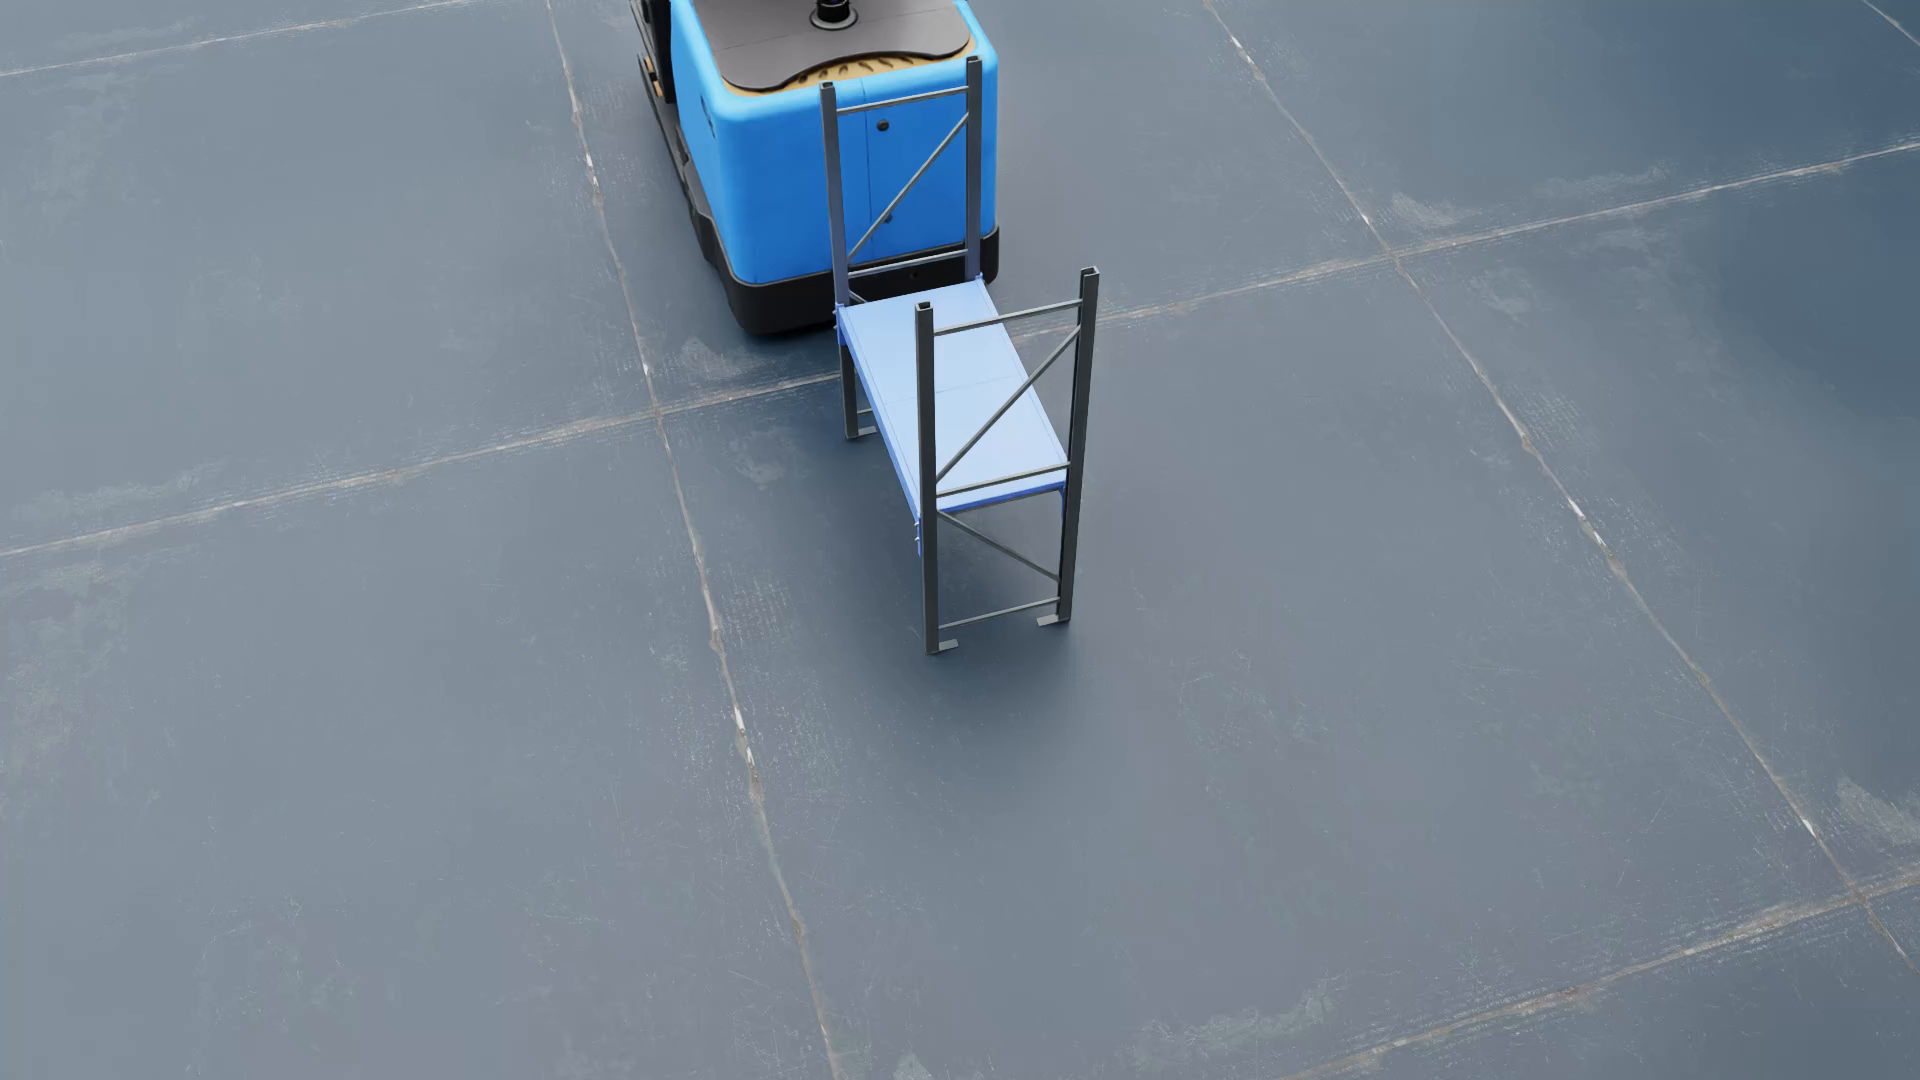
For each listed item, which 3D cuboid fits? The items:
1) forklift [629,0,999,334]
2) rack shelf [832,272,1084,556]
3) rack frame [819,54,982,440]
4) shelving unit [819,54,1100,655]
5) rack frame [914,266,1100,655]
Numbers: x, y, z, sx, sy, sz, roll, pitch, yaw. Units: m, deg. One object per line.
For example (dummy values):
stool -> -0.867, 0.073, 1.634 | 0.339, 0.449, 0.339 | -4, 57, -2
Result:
forklift -> -0.791, -2.883, 6.263 | 1.130, 2.935, 3.031 | -14, 51, -12
rack shelf -> -0.025, -0.430, 5.367 | 0.538, 0.185, 1.000 | -13, 51, -11
rack frame -> -0.176, -0.917, 5.542 | 0.500, 1.500, 0.032 | -13, 51, -11
shelving unit -> -0.025, -0.546, 5.229 | 0.538, 1.500, 1.048 | -13, 51, -11
rack frame -> 0.125, -0.174, 4.916 | 0.500, 1.500, 0.032 | -13, 51, -11
